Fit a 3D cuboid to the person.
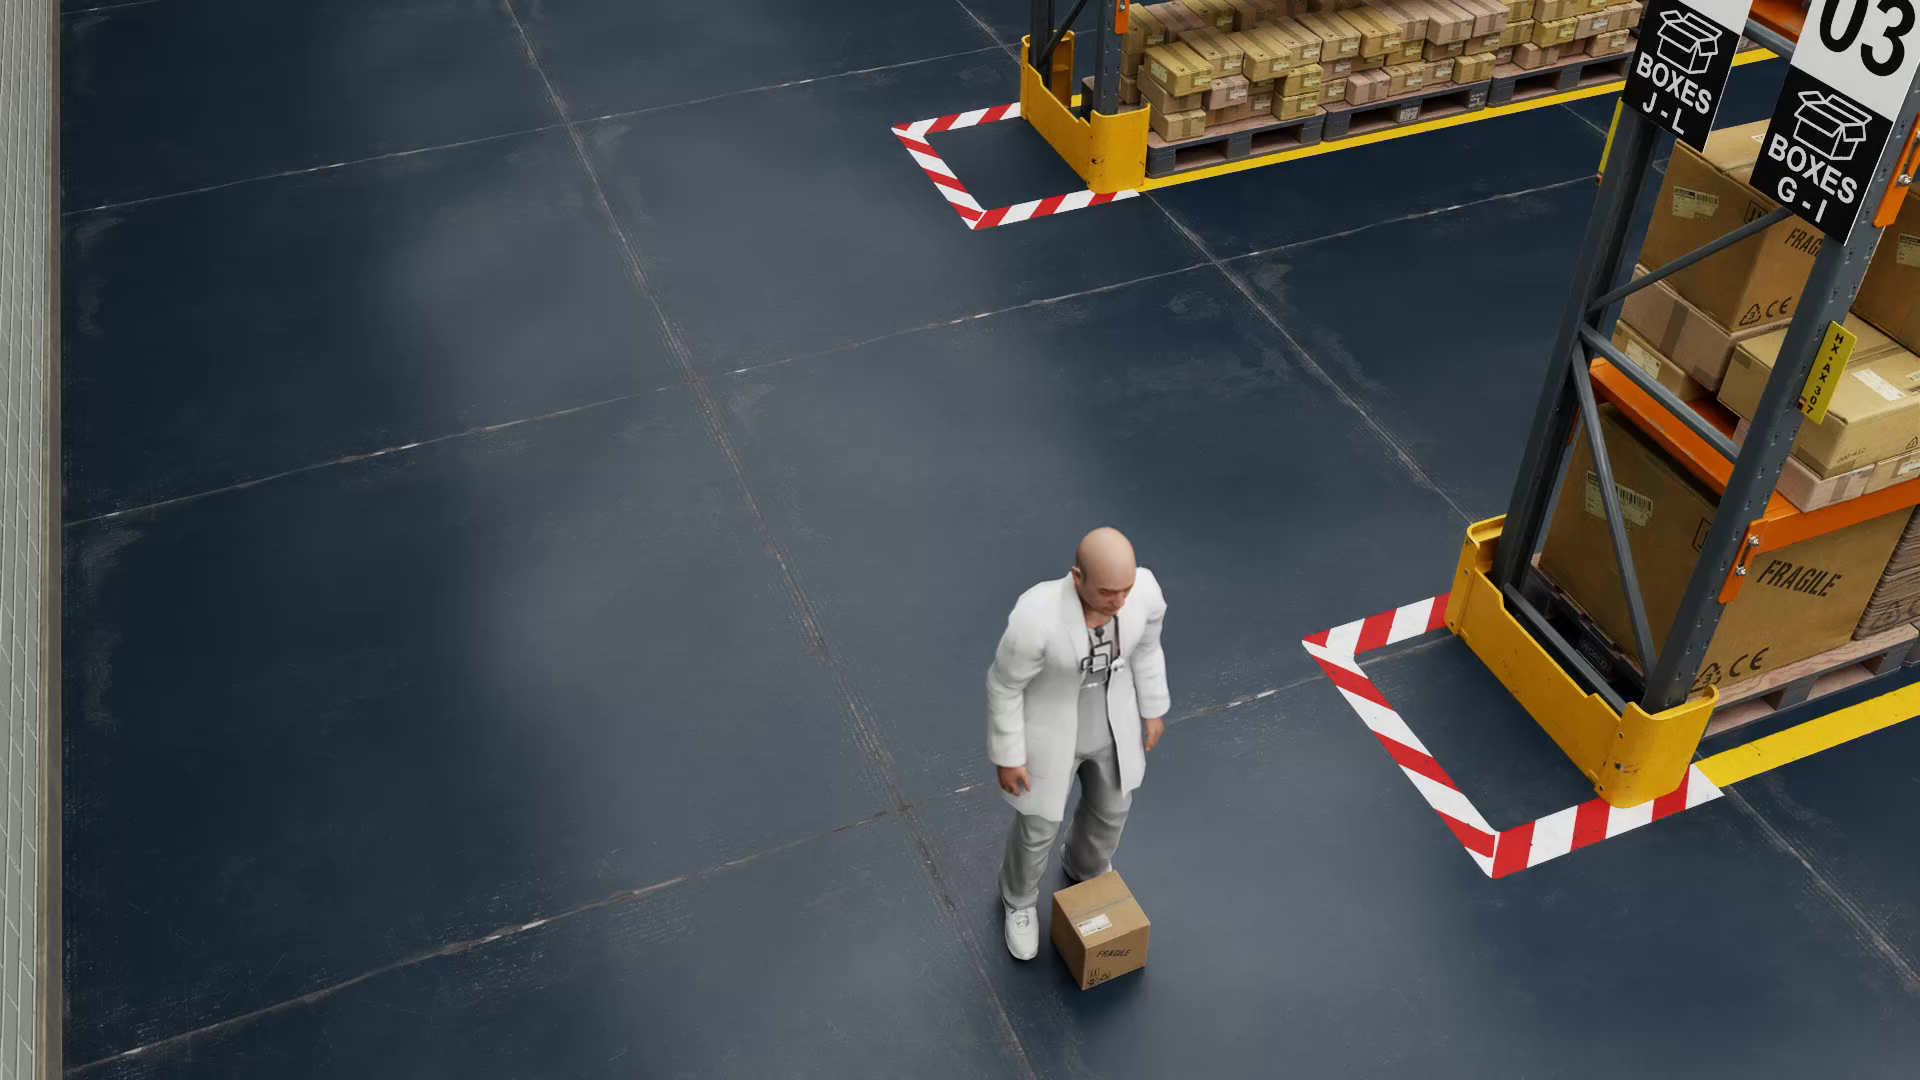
[{"bbox_3d":[0.388,0.655,5.473,0.652,1.707,0.416,-16,44,-17],"label":"person"}]
